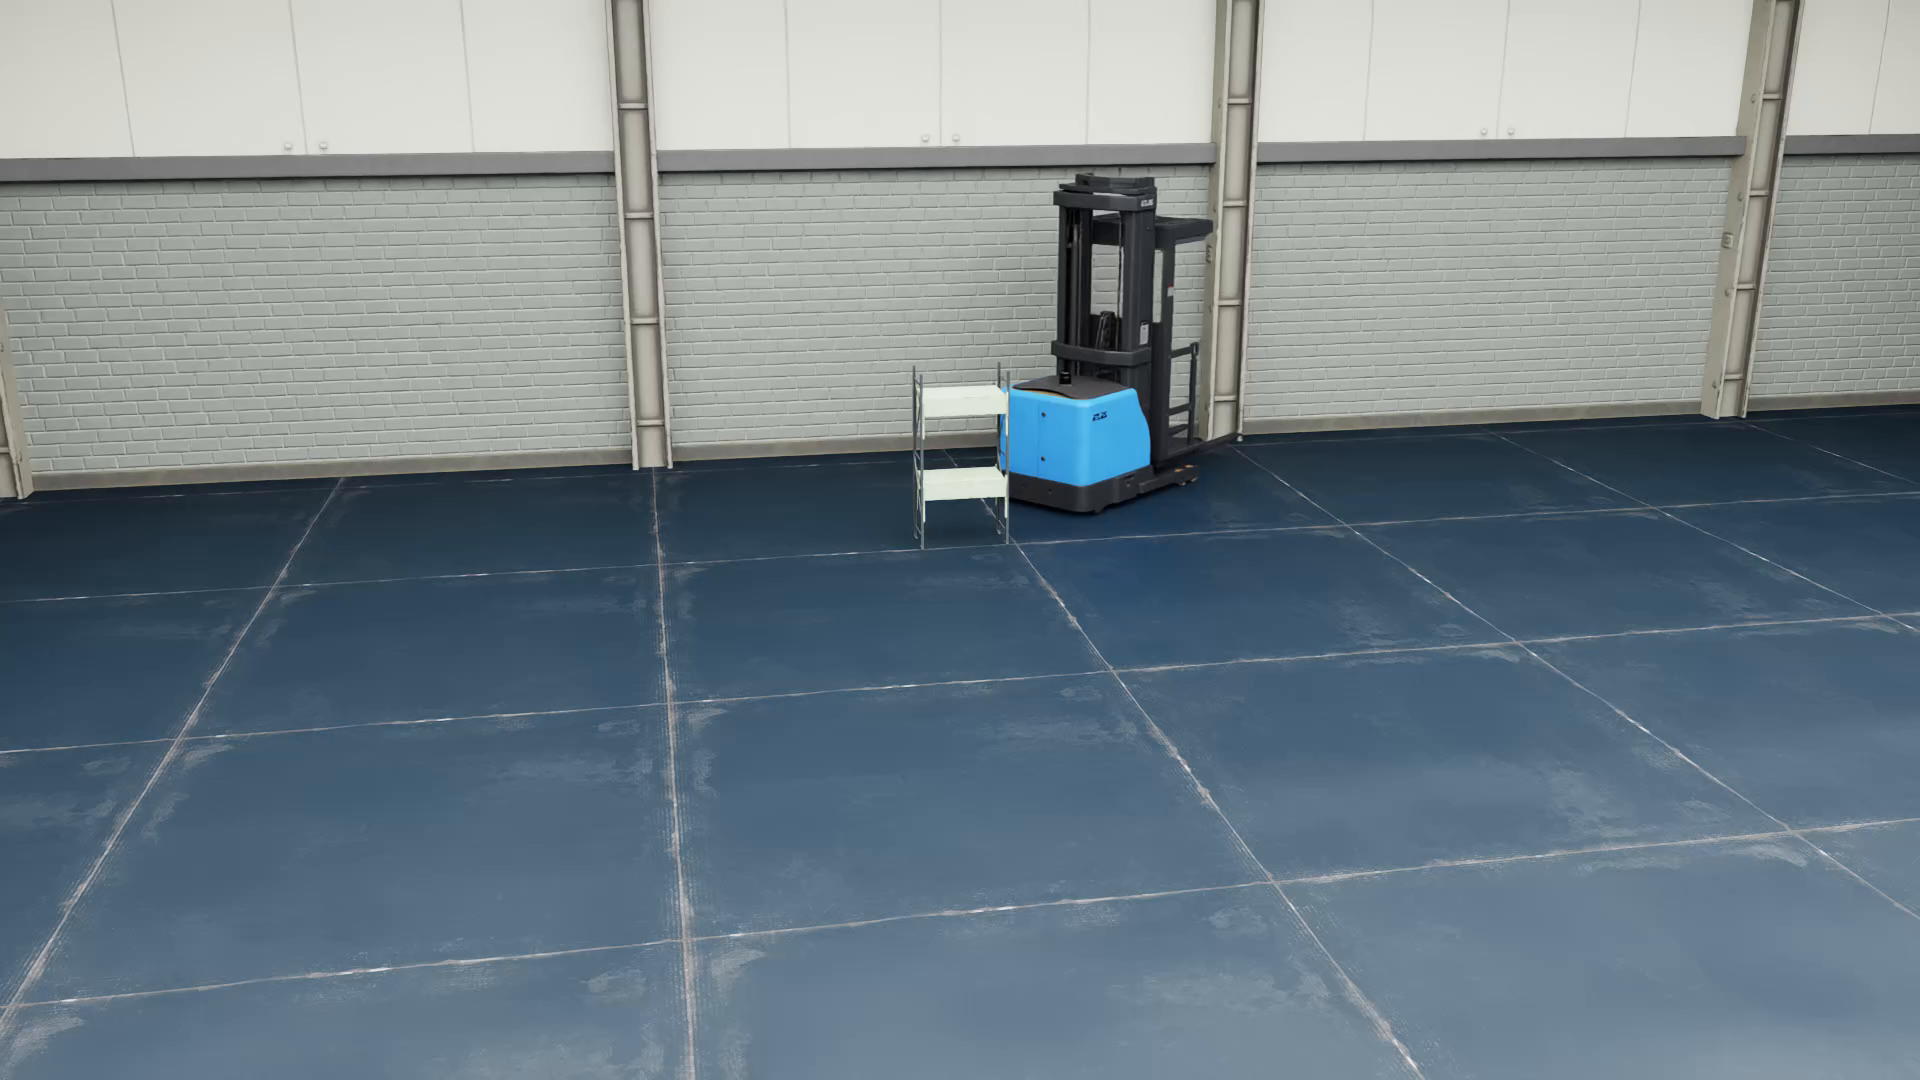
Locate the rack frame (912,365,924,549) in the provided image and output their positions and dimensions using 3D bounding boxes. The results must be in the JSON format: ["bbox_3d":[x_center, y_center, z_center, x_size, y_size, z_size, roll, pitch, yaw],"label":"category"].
[{"bbox_3d":[-0.353,-0.697,14.026,0.023,1.500,0.400,-3,17,-10],"label":"rack frame"}]

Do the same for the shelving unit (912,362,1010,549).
[{"bbox_3d":[0.007,-0.717,14.093,0.755,1.500,0.431,-3,17,-10],"label":"shelving unit"}]

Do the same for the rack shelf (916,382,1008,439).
[{"bbox_3d":[0.007,-1.090,13.978,0.720,0.370,0.431,-3,17,-10],"label":"rack shelf"}]

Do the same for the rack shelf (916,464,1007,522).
[{"bbox_3d":[0.007,-0.406,14.189,0.720,0.370,0.431,-3,17,-10],"label":"rack shelf"}]

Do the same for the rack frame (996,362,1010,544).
[{"bbox_3d":[0.366,-0.738,14.159,0.023,1.500,0.400,-3,17,-10],"label":"rack frame"}]

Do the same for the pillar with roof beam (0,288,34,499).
[{"bbox_3d":[-8.172,-3.481,10.318,0.400,9.000,9.100,-3,17,-10],"label":"pillar with roof beam"}]

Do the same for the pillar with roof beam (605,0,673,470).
[{"bbox_3d":[-2.281,-3.815,11.406,0.400,9.000,9.100,-3,17,-10],"label":"pillar with roof beam"}]

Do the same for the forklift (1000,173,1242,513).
[{"bbox_3d":[1.676,-2.006,15.850,1.130,2.935,3.031,14,22,38],"label":"forklift"}]

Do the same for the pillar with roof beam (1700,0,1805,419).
[{"bbox_3d":[9.501,-4.484,13.583,0.400,9.000,9.100,-3,17,-10],"label":"pillar with roof beam"}]

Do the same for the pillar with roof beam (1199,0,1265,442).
[{"bbox_3d":[3.610,-4.149,12.495,0.400,9.000,9.100,-3,17,-10],"label":"pillar with roof beam"}]
